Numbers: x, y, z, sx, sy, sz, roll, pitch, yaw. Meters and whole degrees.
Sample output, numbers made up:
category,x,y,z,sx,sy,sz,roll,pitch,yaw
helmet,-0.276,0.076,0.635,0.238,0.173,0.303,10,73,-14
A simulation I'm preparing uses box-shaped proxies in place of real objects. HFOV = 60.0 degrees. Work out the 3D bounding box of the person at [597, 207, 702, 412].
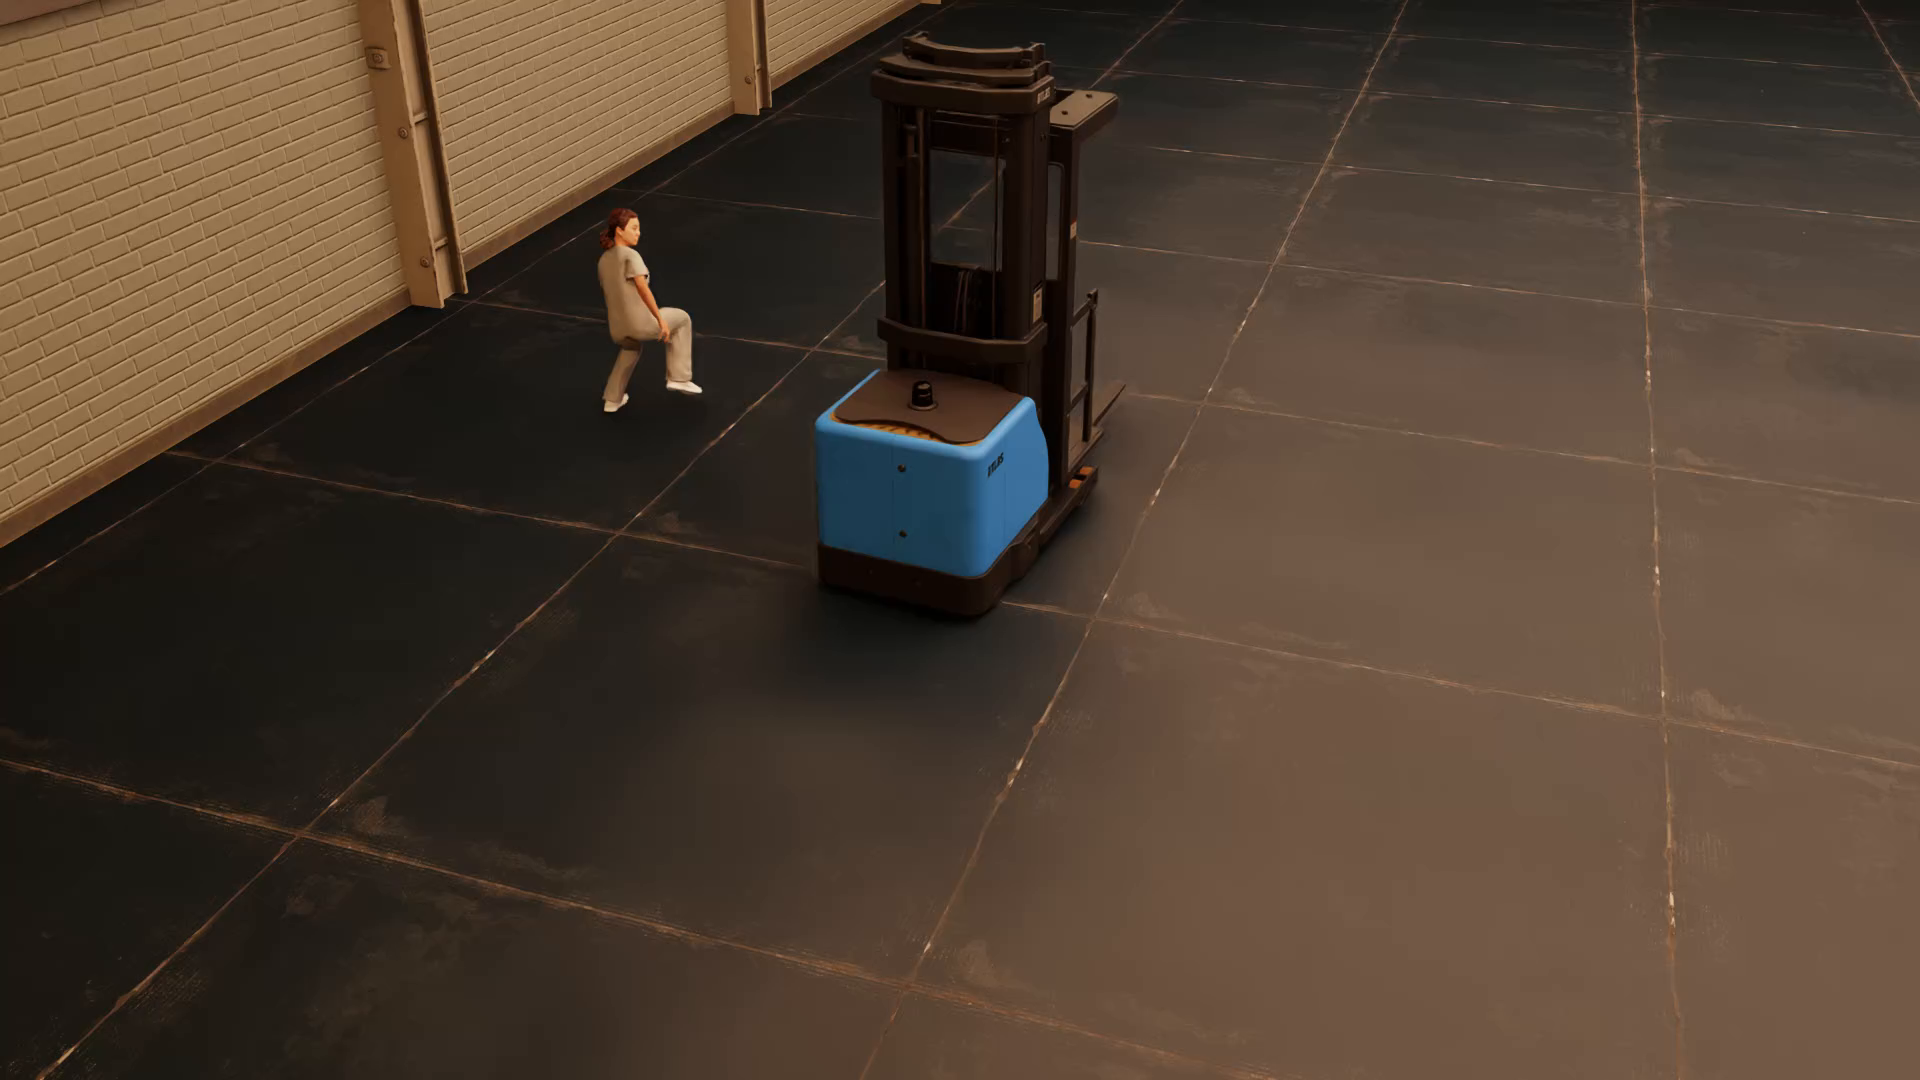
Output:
category,x,y,z,sx,sy,sz,roll,pitch,yaw
person,-2.157,-1.554,11.407,0.687,1.445,0.616,13,32,22

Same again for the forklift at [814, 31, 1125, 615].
category,x,y,z,sx,sy,sz,roll,pitch,yaw
forklift,0.238,-1.566,9.884,1.130,2.935,3.031,12,32,20
